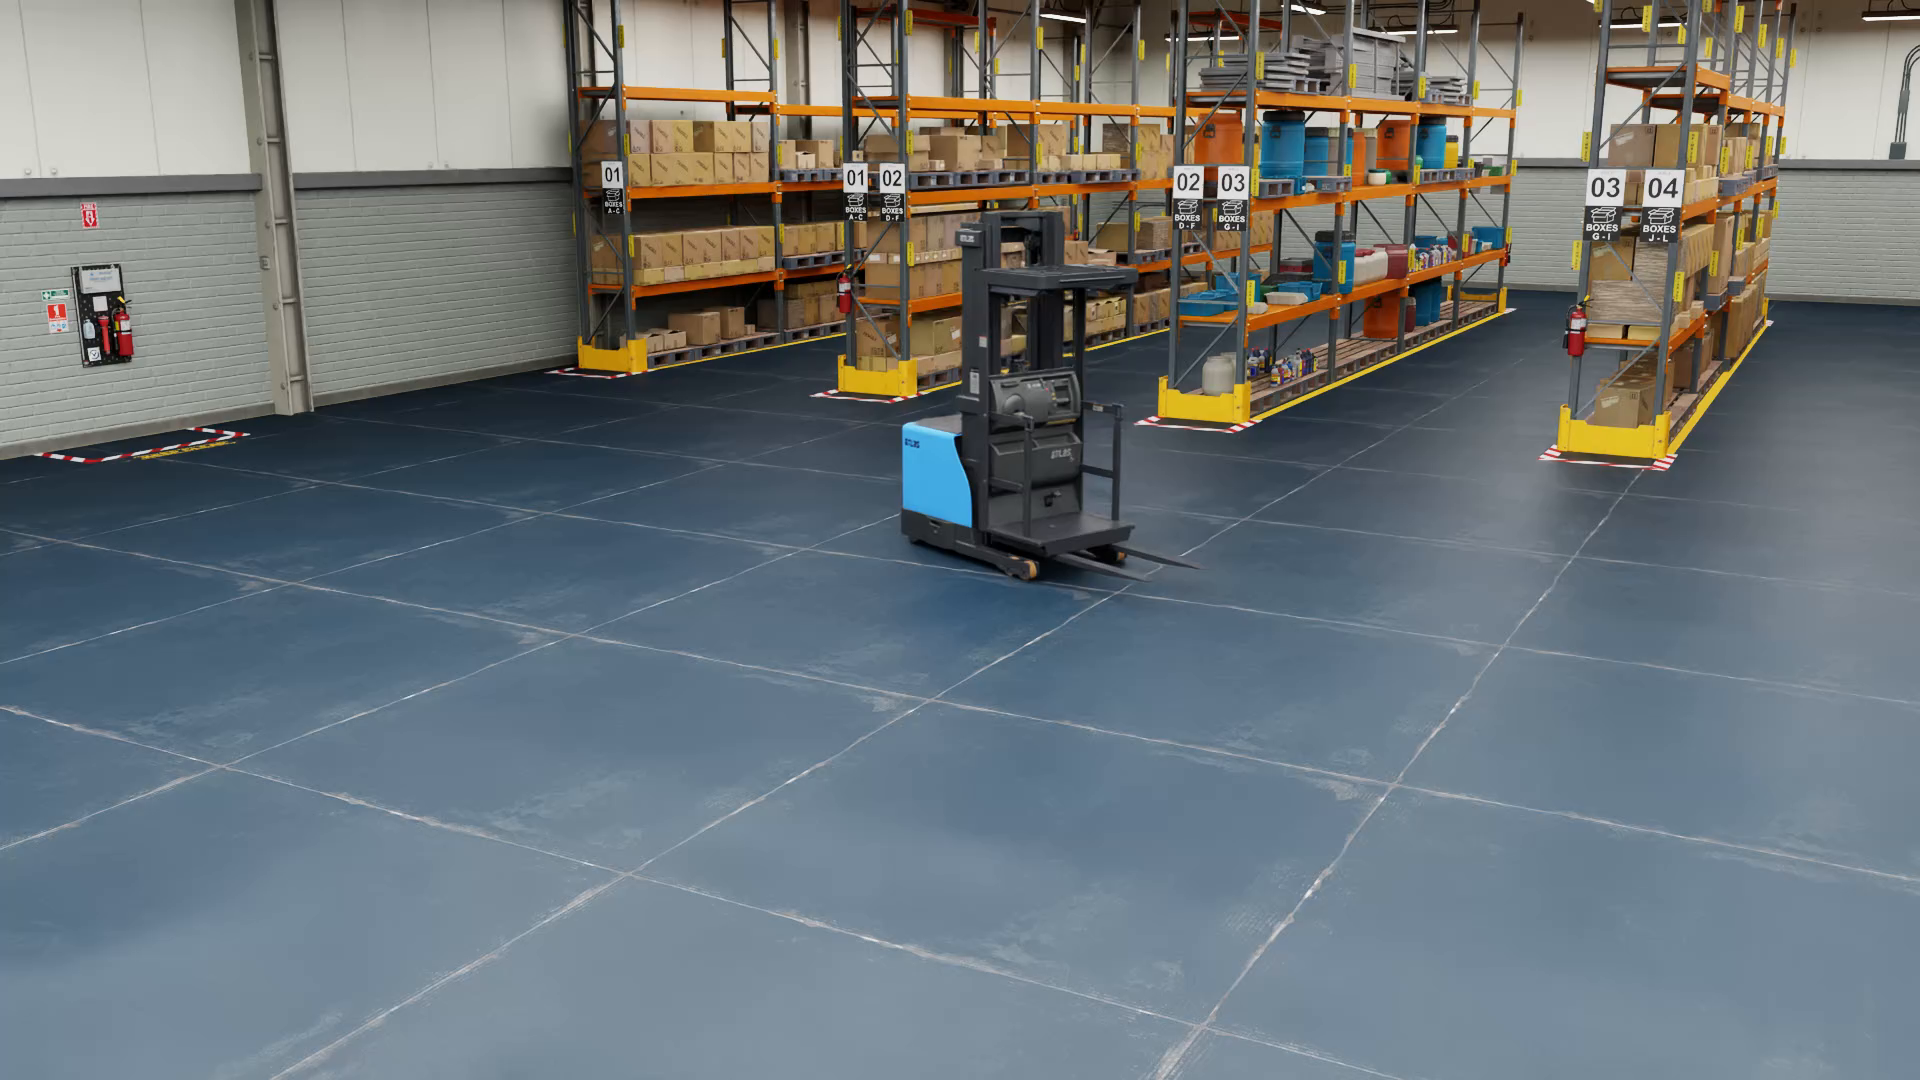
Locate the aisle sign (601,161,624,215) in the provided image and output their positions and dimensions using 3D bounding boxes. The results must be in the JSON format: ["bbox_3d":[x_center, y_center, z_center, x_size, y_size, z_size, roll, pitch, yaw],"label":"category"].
[{"bbox_3d":[-5.281,-5.355,25.299,0.394,0.787,0.004,7,15,28],"label":"aisle sign"}]

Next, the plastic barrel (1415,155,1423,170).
[{"bbox_3d":[7.744,-6.437,28.369,0.294,0.245,0.294,0,14,0],"label":"plastic barrel"}]

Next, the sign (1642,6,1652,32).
[{"bbox_3d":[8.944,-6.786,21.651,0.100,0.325,0.005,7,15,28],"label":"sign"}]

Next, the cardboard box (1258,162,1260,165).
[{"bbox_3d":[6.065,-7.907,35.350,0.500,0.250,0.500,7,15,28],"label":"cardboard box"}]

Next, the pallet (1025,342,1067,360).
[{"bbox_3d":[1.085,-3.200,27.857,1.003,0.211,1.213,7,15,28],"label":"pallet"}]

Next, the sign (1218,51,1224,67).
[{"bbox_3d":[5.119,-9.427,32.606,0.100,0.325,0.005,7,15,28],"label":"sign"}]

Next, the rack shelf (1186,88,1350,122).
[{"bbox_3d":[4.130,-5.800,22.280,1.077,0.370,4.000,7,15,28],"label":"rack shelf"}]

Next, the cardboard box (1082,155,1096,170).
[{"bbox_3d":[2.003,-6.485,28.557,0.500,0.250,0.500,7,15,27],"label":"cardboard box"}]

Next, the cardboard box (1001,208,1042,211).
[{"bbox_3d":[1.270,-7.157,37.679,0.980,0.700,0.700,7,15,25],"label":"cardboard box"}]

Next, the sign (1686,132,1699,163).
[{"bbox_3d":[7.974,-4.278,18.113,0.100,0.325,0.005,7,15,28],"label":"sign"}]

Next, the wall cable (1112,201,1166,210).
[{"bbox_3d":[5.273,-9.949,43.728,3.097,2.526,0.112,7,15,28],"label":"wall cable"}]

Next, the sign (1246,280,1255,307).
[{"bbox_3d":[3.643,-3.089,20.855,0.100,0.325,0.005,7,15,28],"label":"sign"}]

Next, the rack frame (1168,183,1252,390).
[{"bbox_3d":[3.164,-3.017,21.150,1.000,3.000,0.127,7,15,28],"label":"rack frame"}]

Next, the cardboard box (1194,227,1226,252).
[{"bbox_3d":[5.115,-6.164,33.987,0.500,0.500,0.500,8,16,30],"label":"cardboard box"}]

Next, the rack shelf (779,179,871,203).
[{"bbox_3d":[-2.608,-6.479,30.644,1.077,0.370,4.000,7,15,28],"label":"rack shelf"}]

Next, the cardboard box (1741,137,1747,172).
[{"bbox_3d":[11.355,-5.721,24.684,0.500,0.500,0.500,8,16,30],"label":"cardboard box"}]

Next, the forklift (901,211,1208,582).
[{"bbox_3d":[0.773,-1.221,13.842,1.130,2.935,3.031,-10,17,-37],"label":"forklift"}]

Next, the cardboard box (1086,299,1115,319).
[{"bbox_3d":[2.414,-4.118,29.489,0.500,0.311,0.500,7,15,27],"label":"cardboard box"}]

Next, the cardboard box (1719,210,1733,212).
[{"bbox_3d":[14.524,-6.005,31.626,0.500,0.500,0.500,7,15,27],"label":"cardboard box"}]

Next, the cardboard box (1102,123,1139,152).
[{"bbox_3d":[2.913,-7.302,30.176,0.500,0.500,0.500,7,15,28],"label":"cardboard box"}]

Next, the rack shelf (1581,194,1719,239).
[{"bbox_3d":[8.466,-3.975,20.257,1.077,0.370,4.000,7,15,28],"label":"rack shelf"}]

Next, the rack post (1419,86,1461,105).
[{"bbox_3d":[8.098,-7.723,28.935,0.937,0.300,0.954,9,16,34],"label":"rack post"}]

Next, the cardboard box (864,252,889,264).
[{"bbox_3d":[-1.153,-4.043,23.808,0.380,0.149,0.250,7,15,27],"label":"cardboard box"}]

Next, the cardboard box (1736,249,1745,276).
[{"bbox_3d":[12.332,-4.427,26.782,0.500,0.500,0.500,7,15,27],"label":"cardboard box"}]

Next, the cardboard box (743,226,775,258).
[{"bbox_3d":[-3.533,-5.130,28.589,0.500,0.500,0.500,7,15,28],"label":"cardboard box"}]

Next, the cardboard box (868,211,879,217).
[{"bbox_3d":[-1.782,-6.285,32.166,0.380,0.149,0.250,5,15,21],"label":"cardboard box"}]

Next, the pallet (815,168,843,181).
[{"bbox_3d":[-2.685,-6.655,30.239,1.213,0.211,1.003,7,15,28],"label":"pallet"}]

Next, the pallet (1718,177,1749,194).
[{"bbox_3d":[10.323,-4.972,23.256,1.213,0.211,1.003,7,15,28],"label":"pallet"}]

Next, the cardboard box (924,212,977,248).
[{"bbox_3d":[-0.174,-4.679,25.059,0.700,0.500,0.500,7,15,28],"label":"cardboard box"}]

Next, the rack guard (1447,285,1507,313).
[{"bbox_3d":[10.899,-5.091,35.085,1.175,0.500,0.348,7,15,28],"label":"rack guard"}]

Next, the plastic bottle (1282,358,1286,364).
[{"bbox_3d":[4.614,-2.440,23.612,0.061,0.283,0.133,7,15,28],"label":"plastic bottle"}]

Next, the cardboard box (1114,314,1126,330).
[{"bbox_3d":[2.656,-3.953,29.999,0.500,0.250,0.500,8,16,29],"label":"cardboard box"}]

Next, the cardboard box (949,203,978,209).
[{"bbox_3d":[0.035,-6.941,34.932,0.500,0.250,0.500,8,16,29],"label":"cardboard box"}]

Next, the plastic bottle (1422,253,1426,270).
[{"bbox_3d":[8.122,-4.886,29.149,0.061,0.283,0.133,7,15,28],"label":"plastic bottle"}]

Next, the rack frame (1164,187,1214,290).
[{"bbox_3d":[4.630,-6.041,33.693,1.000,3.000,0.127,7,15,28],"label":"rack frame"}]

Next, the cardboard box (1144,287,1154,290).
[{"bbox_3d":[3.442,-4.652,32.326,0.500,0.500,0.500,7,15,26],"label":"cardboard box"}]

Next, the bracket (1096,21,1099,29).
[{"bbox_3d":[3.285,-12.786,41.187,0.235,0.232,0.430,7,15,28],"label":"bracket"}]

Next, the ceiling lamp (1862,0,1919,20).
[{"bbox_3d":[18.751,-11.756,32.143,2.000,3.185,0.800,7,15,28],"label":"ceiling lamp"}]

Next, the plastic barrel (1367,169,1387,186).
[{"bbox_3d":[6.621,-5.762,26.430,0.301,0.262,0.301,0,14,0],"label":"plastic barrel"}]

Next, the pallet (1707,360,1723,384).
[{"bbox_3d":[10.988,-2.582,25.292,1.003,0.211,1.213,7,15,28],"label":"pallet"}]

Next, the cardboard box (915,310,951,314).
[{"bbox_3d":[-0.458,-3.264,25.545,0.500,0.500,0.500,7,15,28],"label":"cardboard box"}]

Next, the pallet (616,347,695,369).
[{"bbox_3d":[-5.048,-2.963,26.872,1.003,0.211,1.213,7,15,28],"label":"pallet"}]

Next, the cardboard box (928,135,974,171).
[{"bbox_3d":[-0.129,-5.668,24.337,0.500,0.500,0.500,7,15,28],"label":"cardboard box"}]

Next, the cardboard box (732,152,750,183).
[{"bbox_3d":[-3.859,-6.243,27.874,0.500,0.500,0.500,6,15,23],"label":"cardboard box"}]

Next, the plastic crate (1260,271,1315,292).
[{"bbox_3d":[4.733,-3.715,24.175,0.767,0.338,0.504,7,15,28],"label":"plastic crate"}]

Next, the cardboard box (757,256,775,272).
[{"bbox_3d":[-3.539,-4.766,28.679,0.500,0.250,0.500,7,15,28],"label":"cardboard box"}]

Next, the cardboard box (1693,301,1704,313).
[{"bbox_3d":[9.586,-3.077,21.934,0.380,0.149,0.250,7,15,28],"label":"cardboard box"}]

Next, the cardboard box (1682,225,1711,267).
[{"bbox_3d":[9.216,-3.730,21.124,0.500,0.500,0.500,7,15,28],"label":"cardboard box"}]

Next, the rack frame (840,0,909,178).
[{"bbox_3d":[-1.171,-6.496,22.777,1.000,3.000,0.127,7,15,28],"label":"rack frame"}]

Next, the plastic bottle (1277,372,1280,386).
[{"bbox_3d":[4.363,-2.229,22.911,0.097,0.201,0.097,0,14,0],"label":"plastic bottle"}]

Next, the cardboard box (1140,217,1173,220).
[{"bbox_3d":[3.929,-6.074,32.719,0.700,0.500,0.500,10,17,37],"label":"cardboard box"}]

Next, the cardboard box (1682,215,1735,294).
[{"bbox_3d":[9.940,-3.920,22.717,1.000,1.000,1.000,7,15,28],"label":"cardboard box"}]

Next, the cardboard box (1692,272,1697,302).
[{"bbox_3d":[9.161,-3.385,21.825,0.875,0.500,0.500,7,15,28],"label":"cardboard box"}]
